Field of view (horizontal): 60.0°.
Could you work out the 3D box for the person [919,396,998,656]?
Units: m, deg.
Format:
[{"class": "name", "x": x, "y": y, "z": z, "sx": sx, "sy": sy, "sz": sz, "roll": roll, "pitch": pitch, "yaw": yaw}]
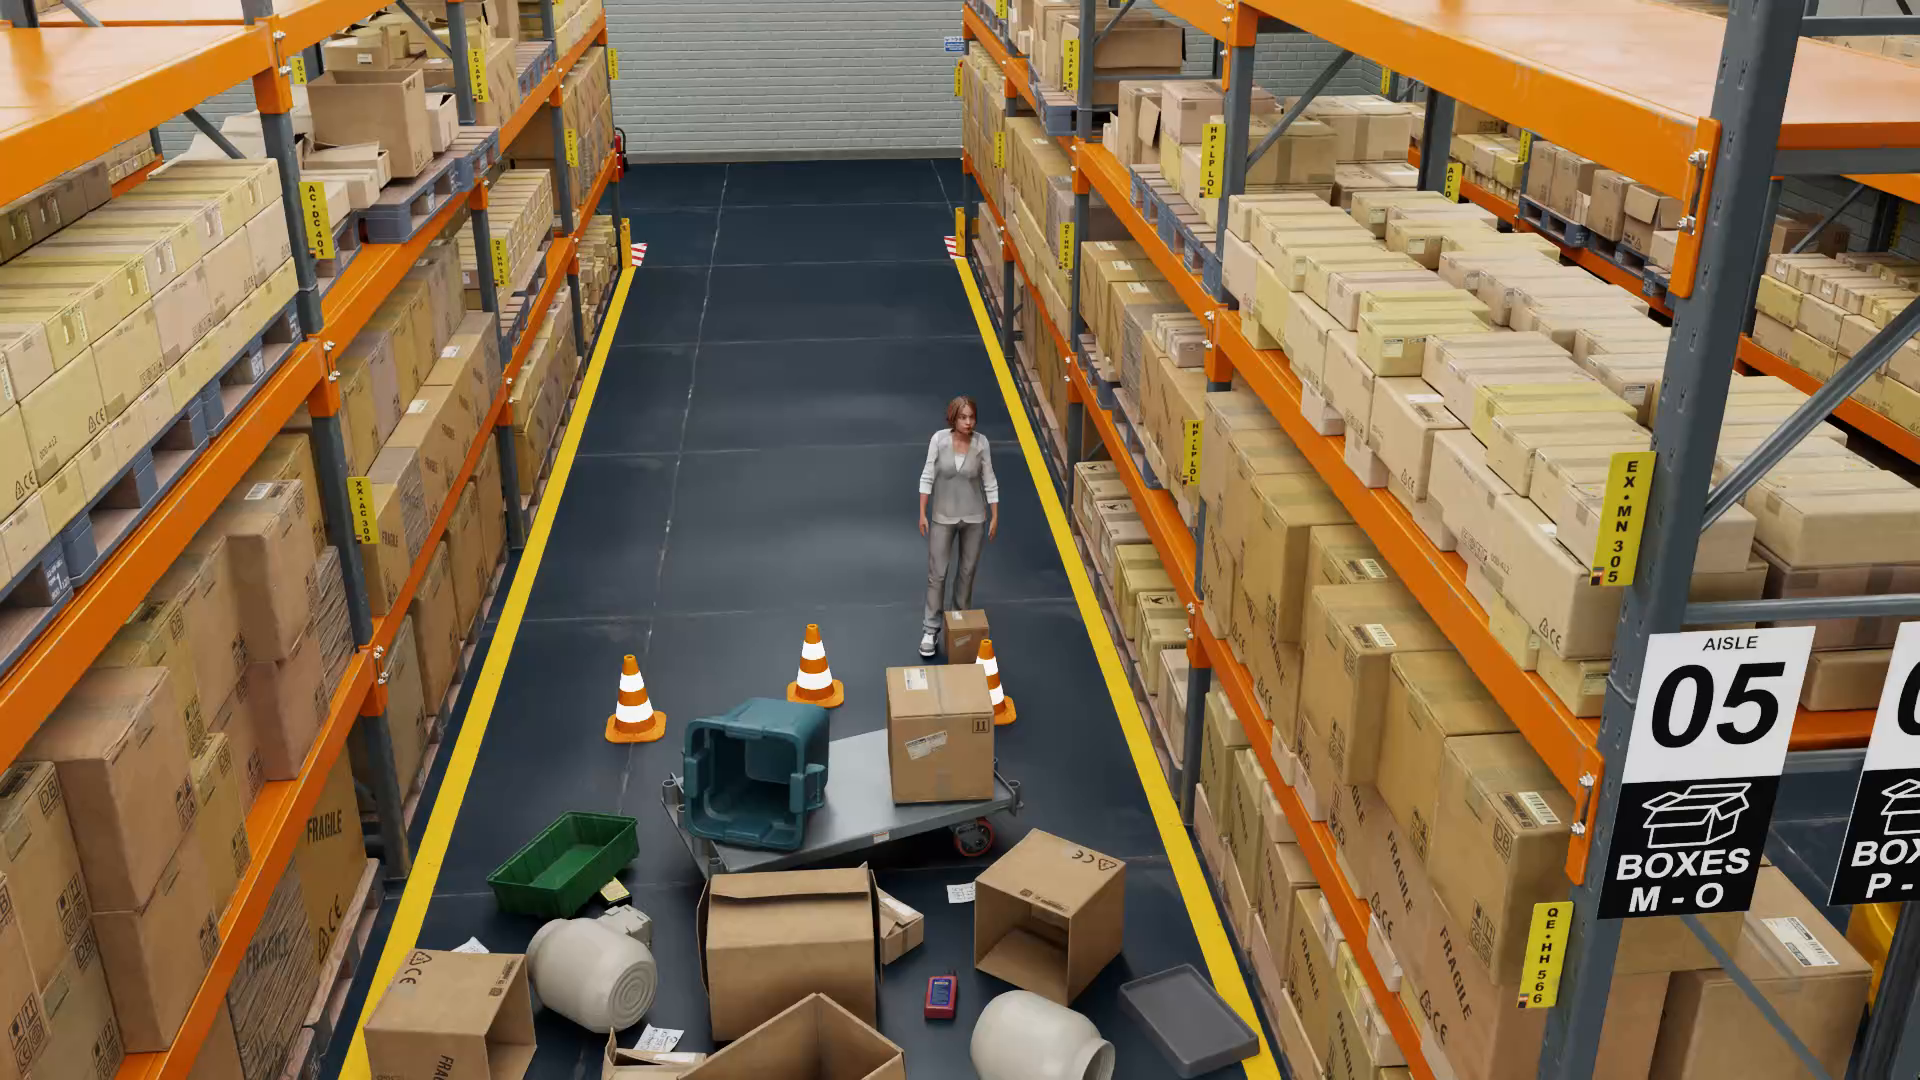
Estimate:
[{"class": "person", "x": -0.012, "y": -0.091, "z": 10.293, "sx": 0.520, "sy": 1.597, "sz": 0.475, "roll": -2, "pitch": 24, "yaw": -5}]
